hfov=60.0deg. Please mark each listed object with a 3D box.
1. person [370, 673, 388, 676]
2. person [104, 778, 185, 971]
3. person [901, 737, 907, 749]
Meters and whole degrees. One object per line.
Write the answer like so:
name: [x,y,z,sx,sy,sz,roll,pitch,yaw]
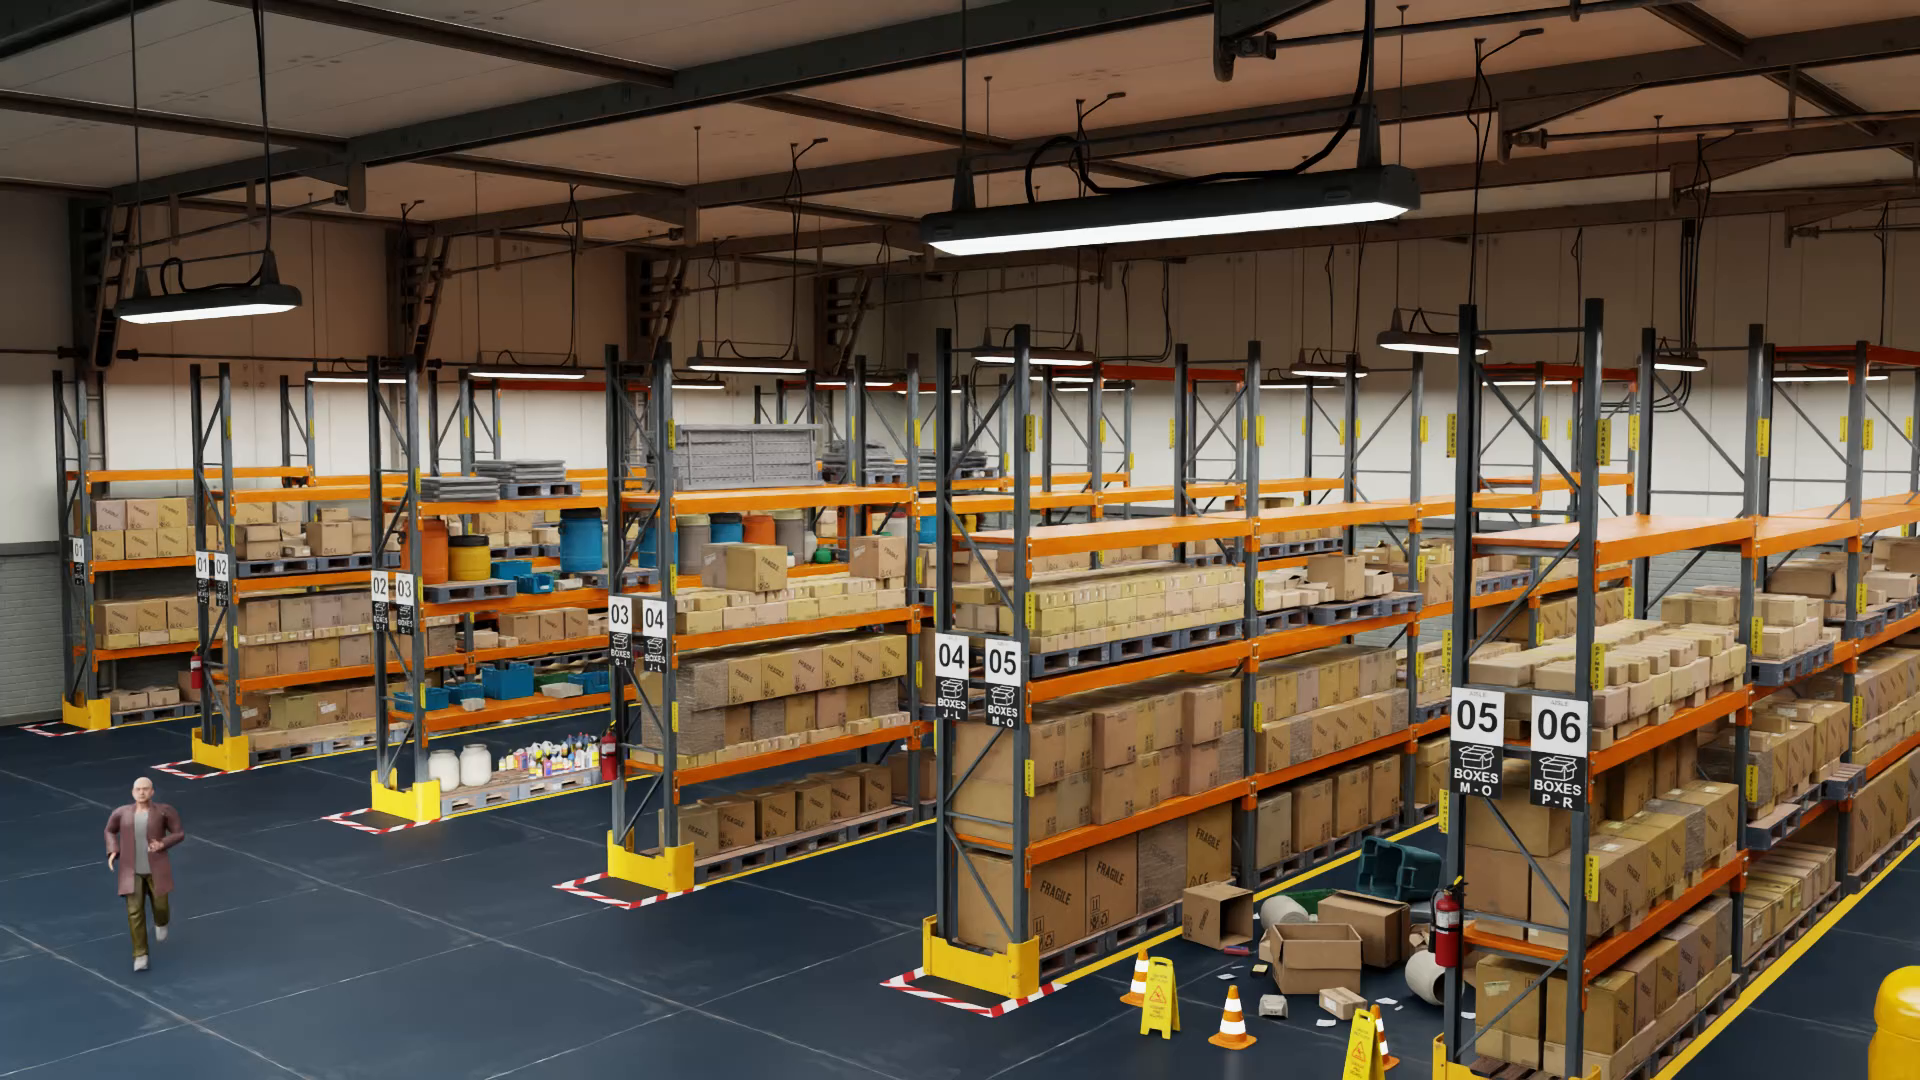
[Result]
person: [-9.997,2.276,28.742,0.609,1.645,0.891,2,5,30]
person: [-7.785,3.139,15.875,0.720,1.751,0.964,-2,4,-21]
person: [-0.848,2.469,25.989,0.611,1.639,0.541,3,5,32]
